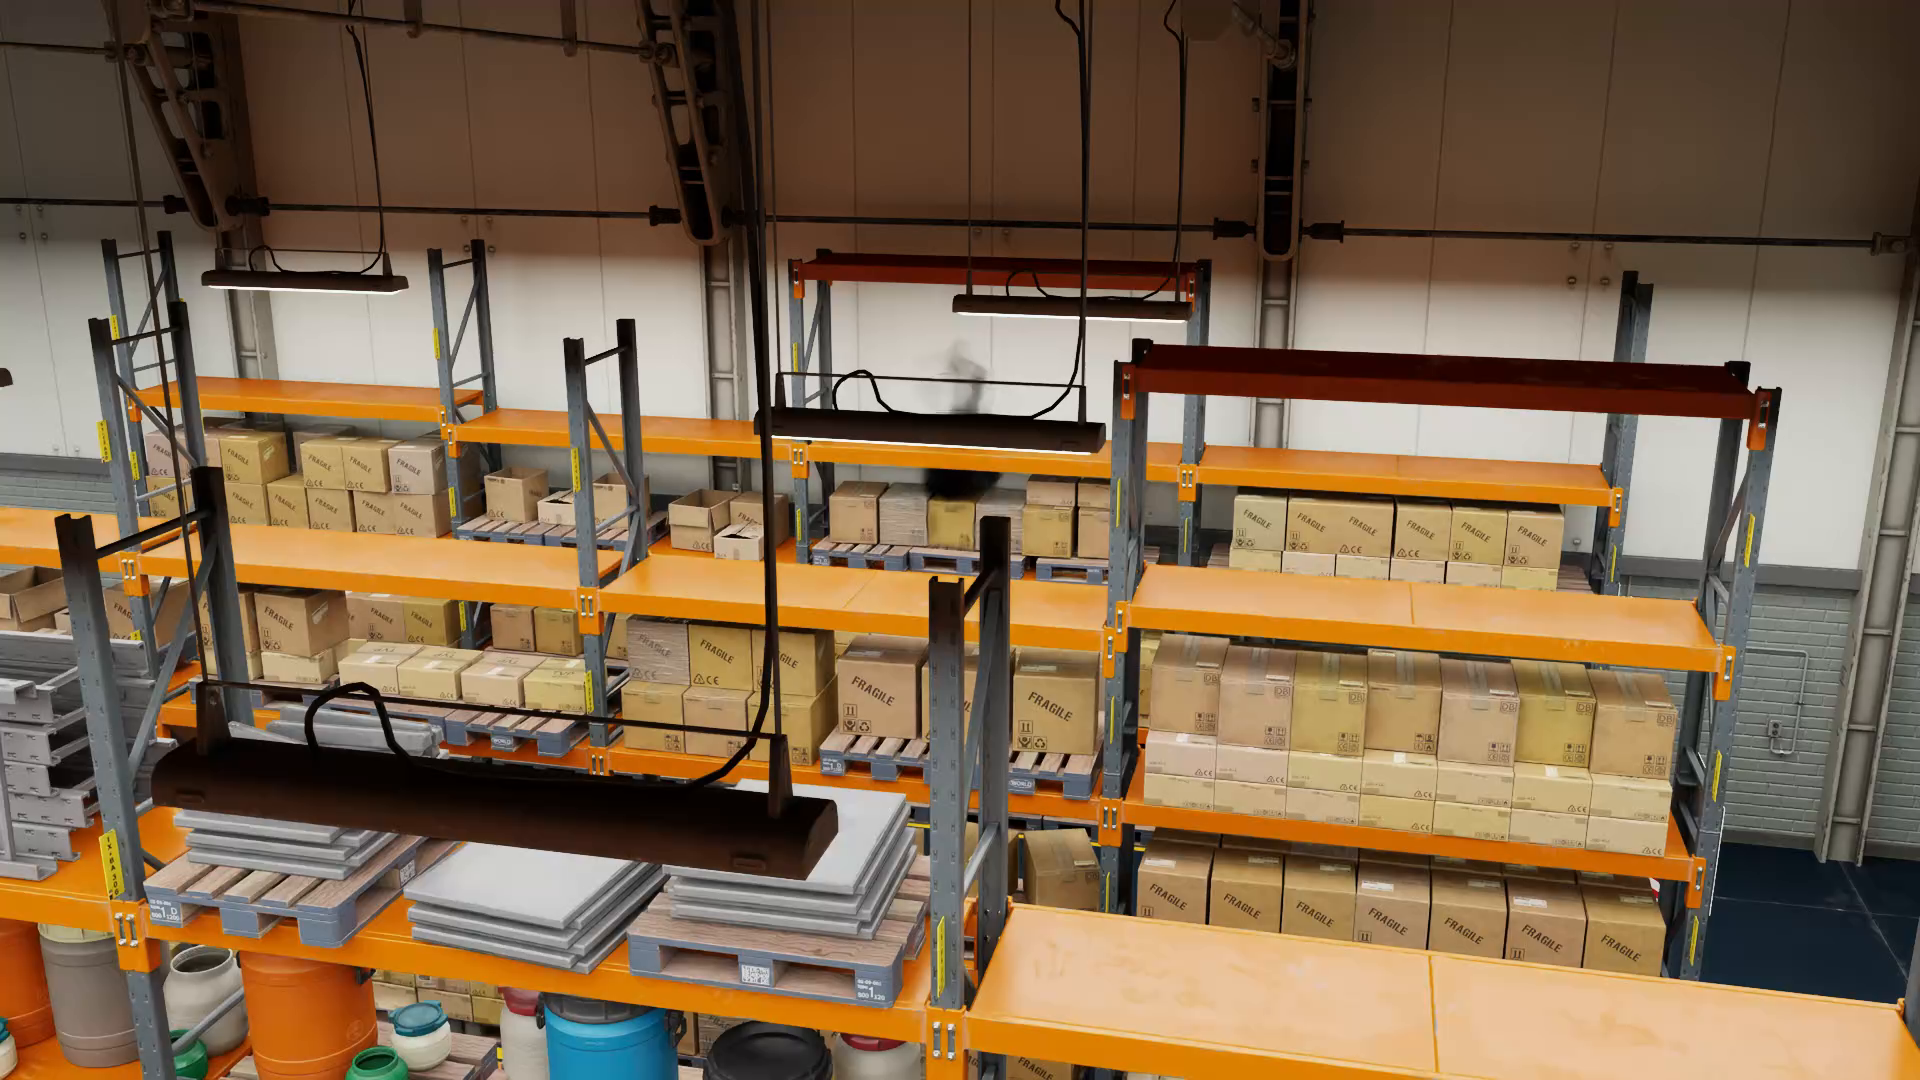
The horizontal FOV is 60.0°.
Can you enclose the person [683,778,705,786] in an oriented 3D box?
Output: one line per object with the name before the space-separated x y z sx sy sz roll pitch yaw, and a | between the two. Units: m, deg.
person | -2.441 2.951 15.358 0.716 1.622 0.596 5 17 16
